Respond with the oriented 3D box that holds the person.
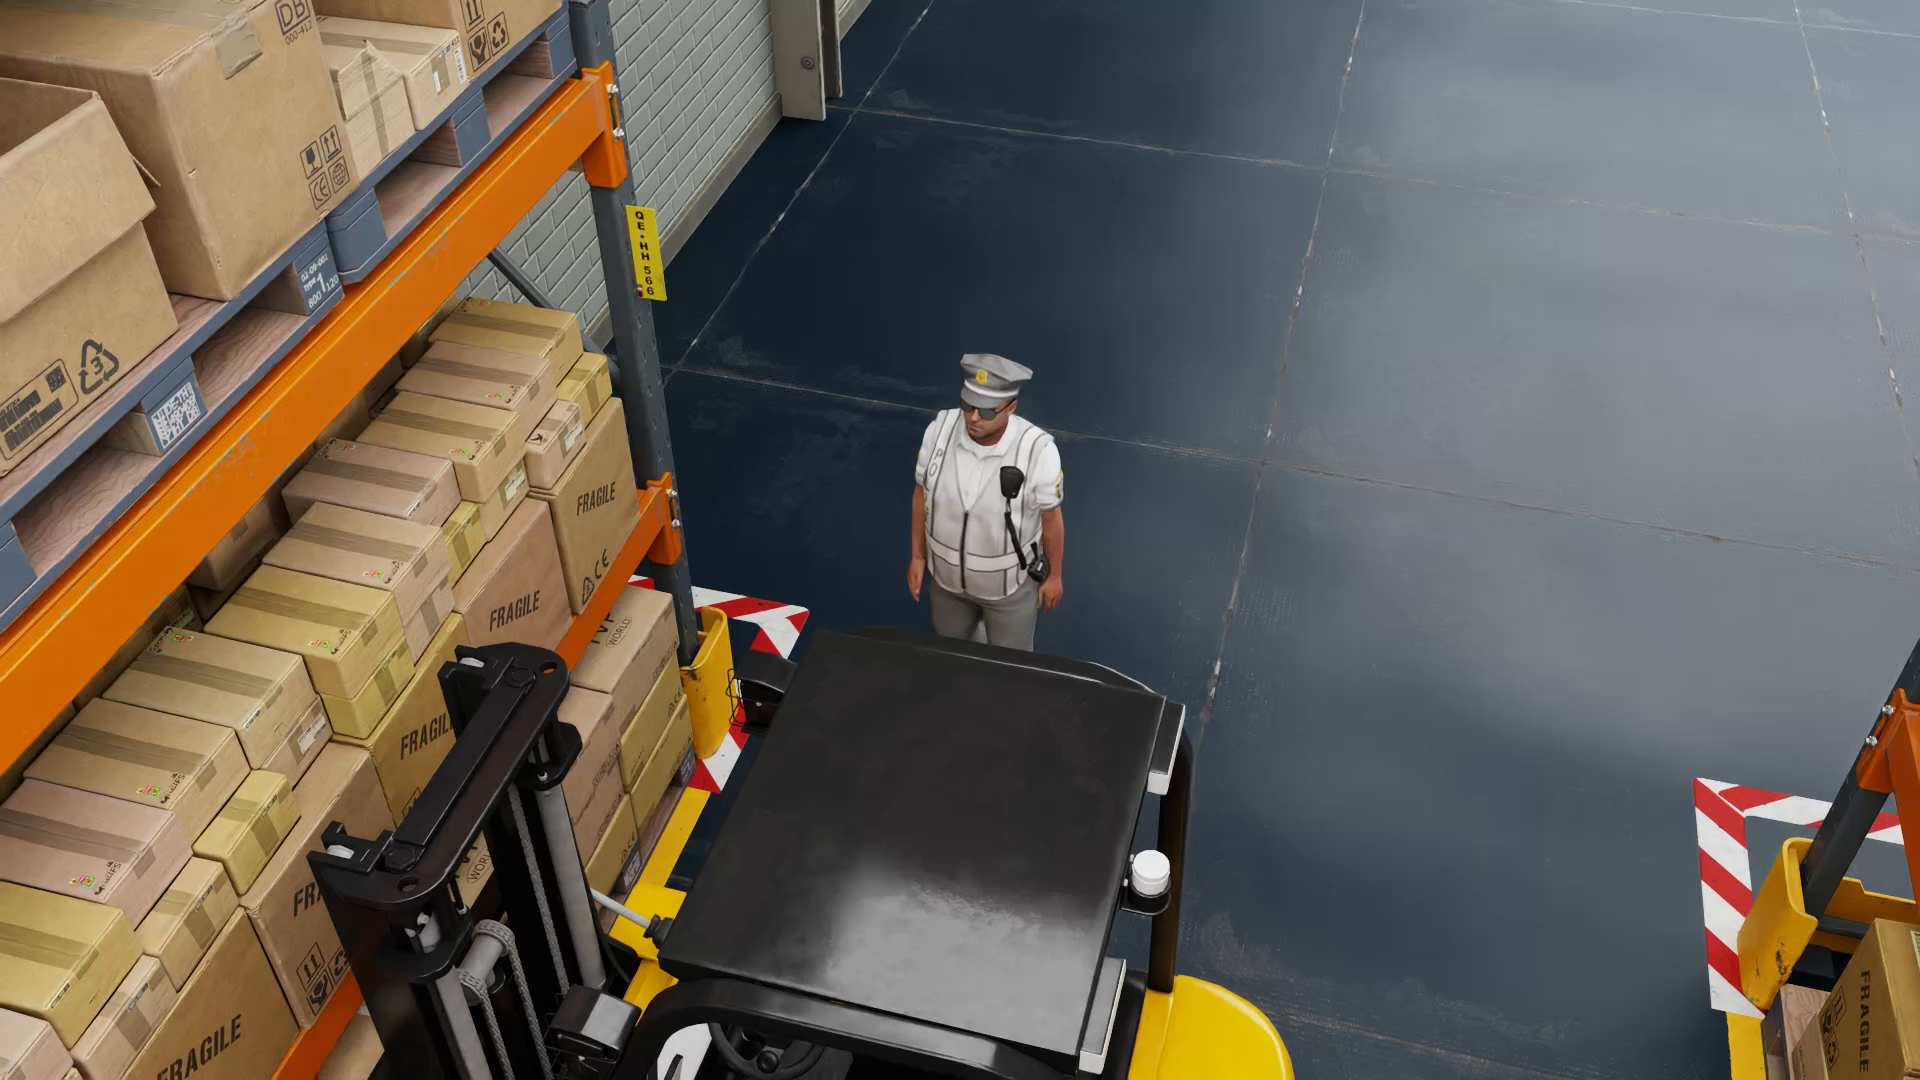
[{"bbox_3d":[0.086,0.085,6.013,0.564,1.778,0.419,15,43,17],"label":"person"}]
